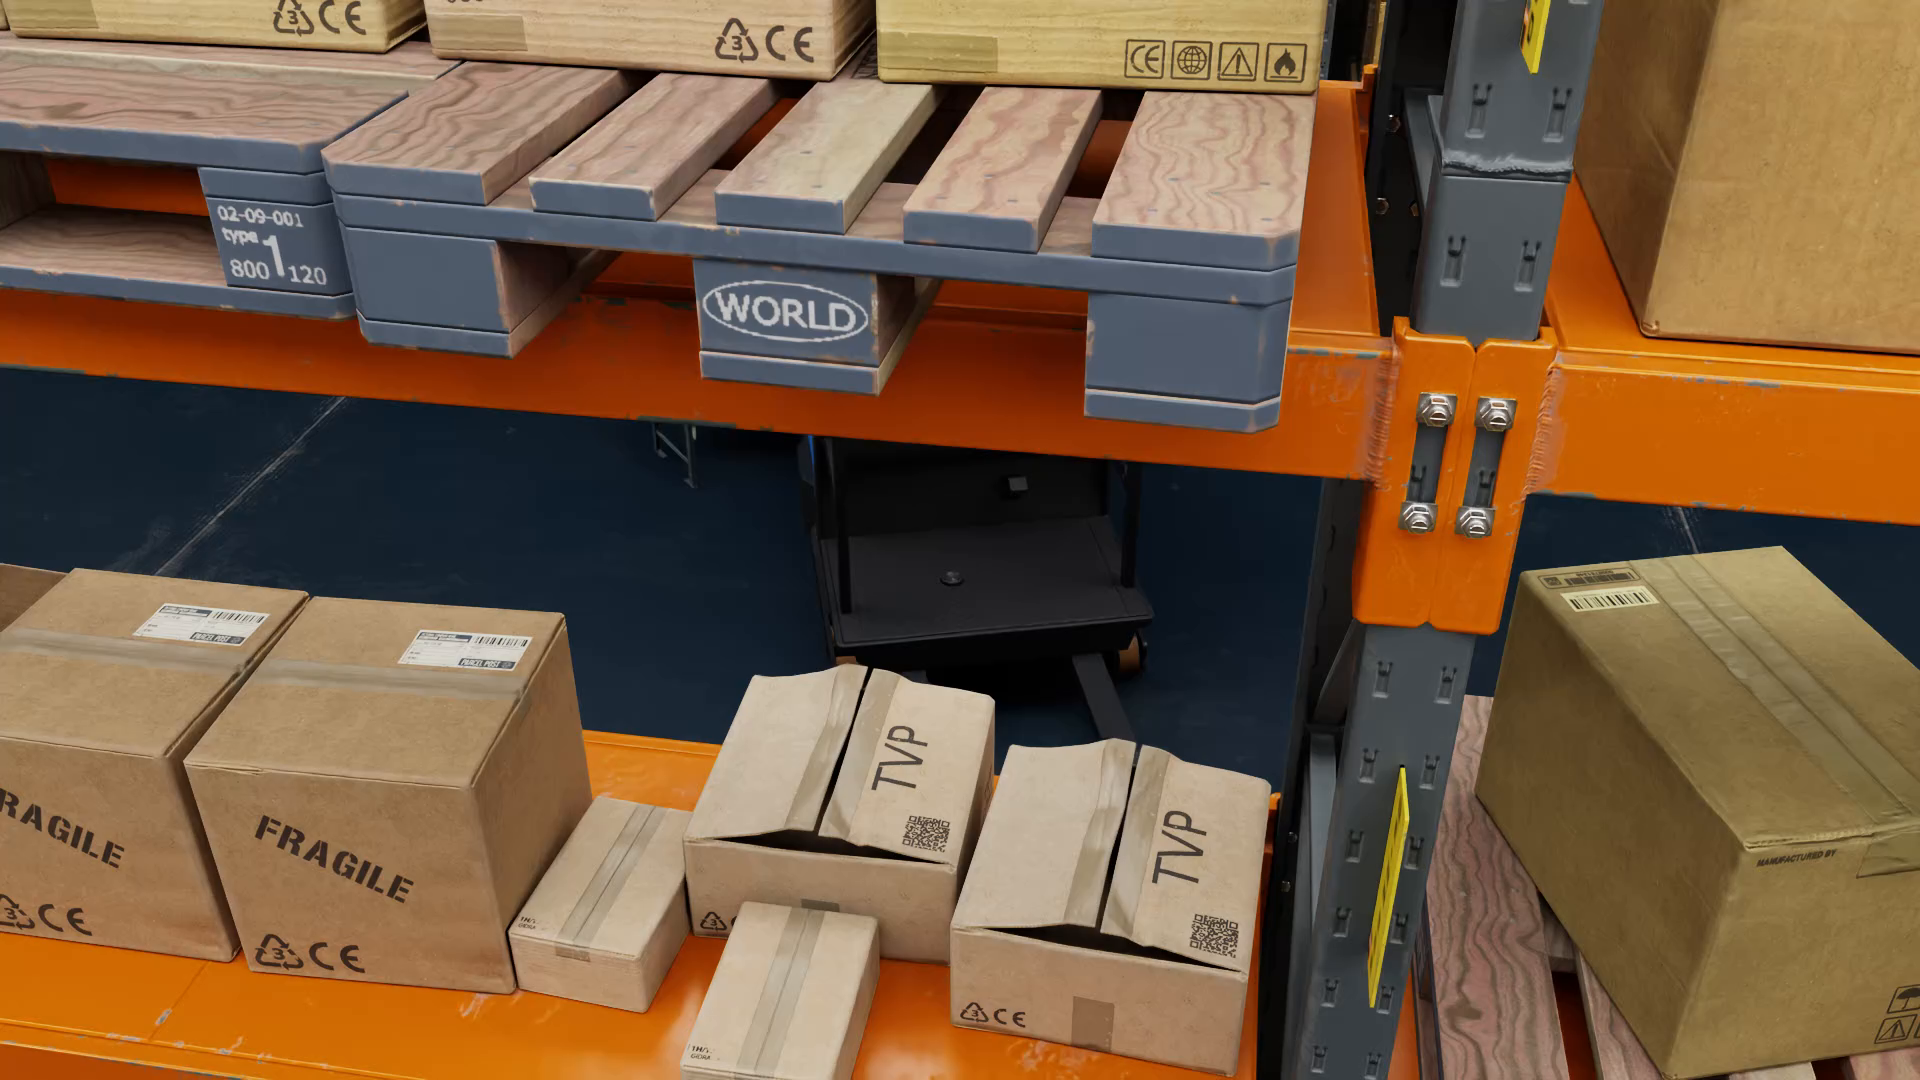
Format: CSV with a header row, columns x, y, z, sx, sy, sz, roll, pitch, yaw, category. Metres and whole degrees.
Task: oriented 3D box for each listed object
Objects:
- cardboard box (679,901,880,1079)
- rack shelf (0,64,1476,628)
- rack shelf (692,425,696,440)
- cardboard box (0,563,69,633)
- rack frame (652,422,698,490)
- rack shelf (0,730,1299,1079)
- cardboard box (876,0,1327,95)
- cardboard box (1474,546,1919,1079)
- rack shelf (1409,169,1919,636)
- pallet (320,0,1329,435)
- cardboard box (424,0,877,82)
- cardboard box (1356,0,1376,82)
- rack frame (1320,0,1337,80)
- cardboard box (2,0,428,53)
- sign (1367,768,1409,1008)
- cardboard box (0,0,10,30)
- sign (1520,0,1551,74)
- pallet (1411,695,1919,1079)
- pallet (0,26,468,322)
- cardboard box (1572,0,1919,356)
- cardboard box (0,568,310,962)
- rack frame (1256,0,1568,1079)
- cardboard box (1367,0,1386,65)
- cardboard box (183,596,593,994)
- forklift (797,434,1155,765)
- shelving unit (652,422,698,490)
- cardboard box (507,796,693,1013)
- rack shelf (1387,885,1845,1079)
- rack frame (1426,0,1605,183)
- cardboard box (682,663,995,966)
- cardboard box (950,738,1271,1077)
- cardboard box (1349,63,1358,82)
x,y,z,sx,sy,sz,roll,pitch,yaw,category
-0.299,0.817,2.854,0.250,0.149,0.380,5,32,8,cardboard box
-1.338,-0.499,2.570,4.000,0.370,1.077,5,32,8,rack shelf
-0.923,-0.770,7.163,0.720,0.370,0.431,-19,37,-28,rack shelf
-2.035,0.371,3.236,0.500,0.500,0.500,7,33,12,cardboard box
-1.225,-0.941,6.818,0.023,1.500,0.400,-19,37,-28,rack frame
-1.338,0.773,3.366,4.000,0.370,1.077,5,32,8,rack shelf
0.177,-0.751,2.040,0.500,0.250,0.500,3,32,5,cardboard box
1.274,0.423,2.757,0.500,0.500,0.700,-5,32,-8,cardboard box
2.605,-0.142,2.000,4.000,0.370,1.077,5,32,8,rack shelf
-0.050,-0.559,2.166,1.003,0.211,1.213,7,33,10,pallet
-0.343,-0.788,2.100,0.500,0.250,0.500,6,33,10,cardboard box
1.974,-2.217,7.072,0.500,0.500,0.500,5,32,9,cardboard box
1.464,-1.945,7.030,0.127,3.000,1.000,5,32,8,rack frame
-0.905,-0.845,2.191,0.500,0.250,0.500,5,32,7,cardboard box
0.544,0.446,2.119,0.005,0.325,0.100,5,32,8,sign
-1.435,-0.894,2.269,0.500,0.250,0.500,3,32,4,cardboard box
0.533,-0.588,1.474,0.005,0.325,0.100,5,32,8,sign
1.314,0.752,2.903,1.003,0.211,1.213,5,32,8,pallet
-1.153,-0.657,2.323,1.213,0.211,1.003,7,33,10,pallet
1.070,-0.646,2.034,0.500,0.500,0.910,5,32,8,cardboard box
-1.542,0.416,3.164,0.500,0.500,0.500,5,32,8,cardboard box
0.634,0.646,2.890,0.127,3.000,1.000,5,32,8,rack frame
1.899,-1.944,6.636,0.500,0.500,0.500,6,33,10,cardboard box
-1.023,0.463,3.089,0.500,0.500,0.500,3,32,6,cardboard box
0.055,-0.879,5.392,1.130,2.935,3.031,-5,32,-8,forklift
-0.919,-1.045,6.988,0.755,1.500,0.431,-19,37,-28,shelving unit
-0.633,0.669,3.092,0.250,0.149,0.380,8,33,12,cardboard box
2.605,1.130,2.796,4.000,0.370,1.077,5,32,8,rack shelf
0.634,-1.897,1.298,0.127,3.000,1.000,5,32,8,rack frame
-0.215,0.503,3.203,0.500,0.311,0.500,5,32,8,cardboard box
0.283,0.629,3.002,0.500,0.311,0.500,7,33,11,cardboard box
1.828,-1.952,7.259,0.250,0.149,0.380,6,32,9,cardboard box
